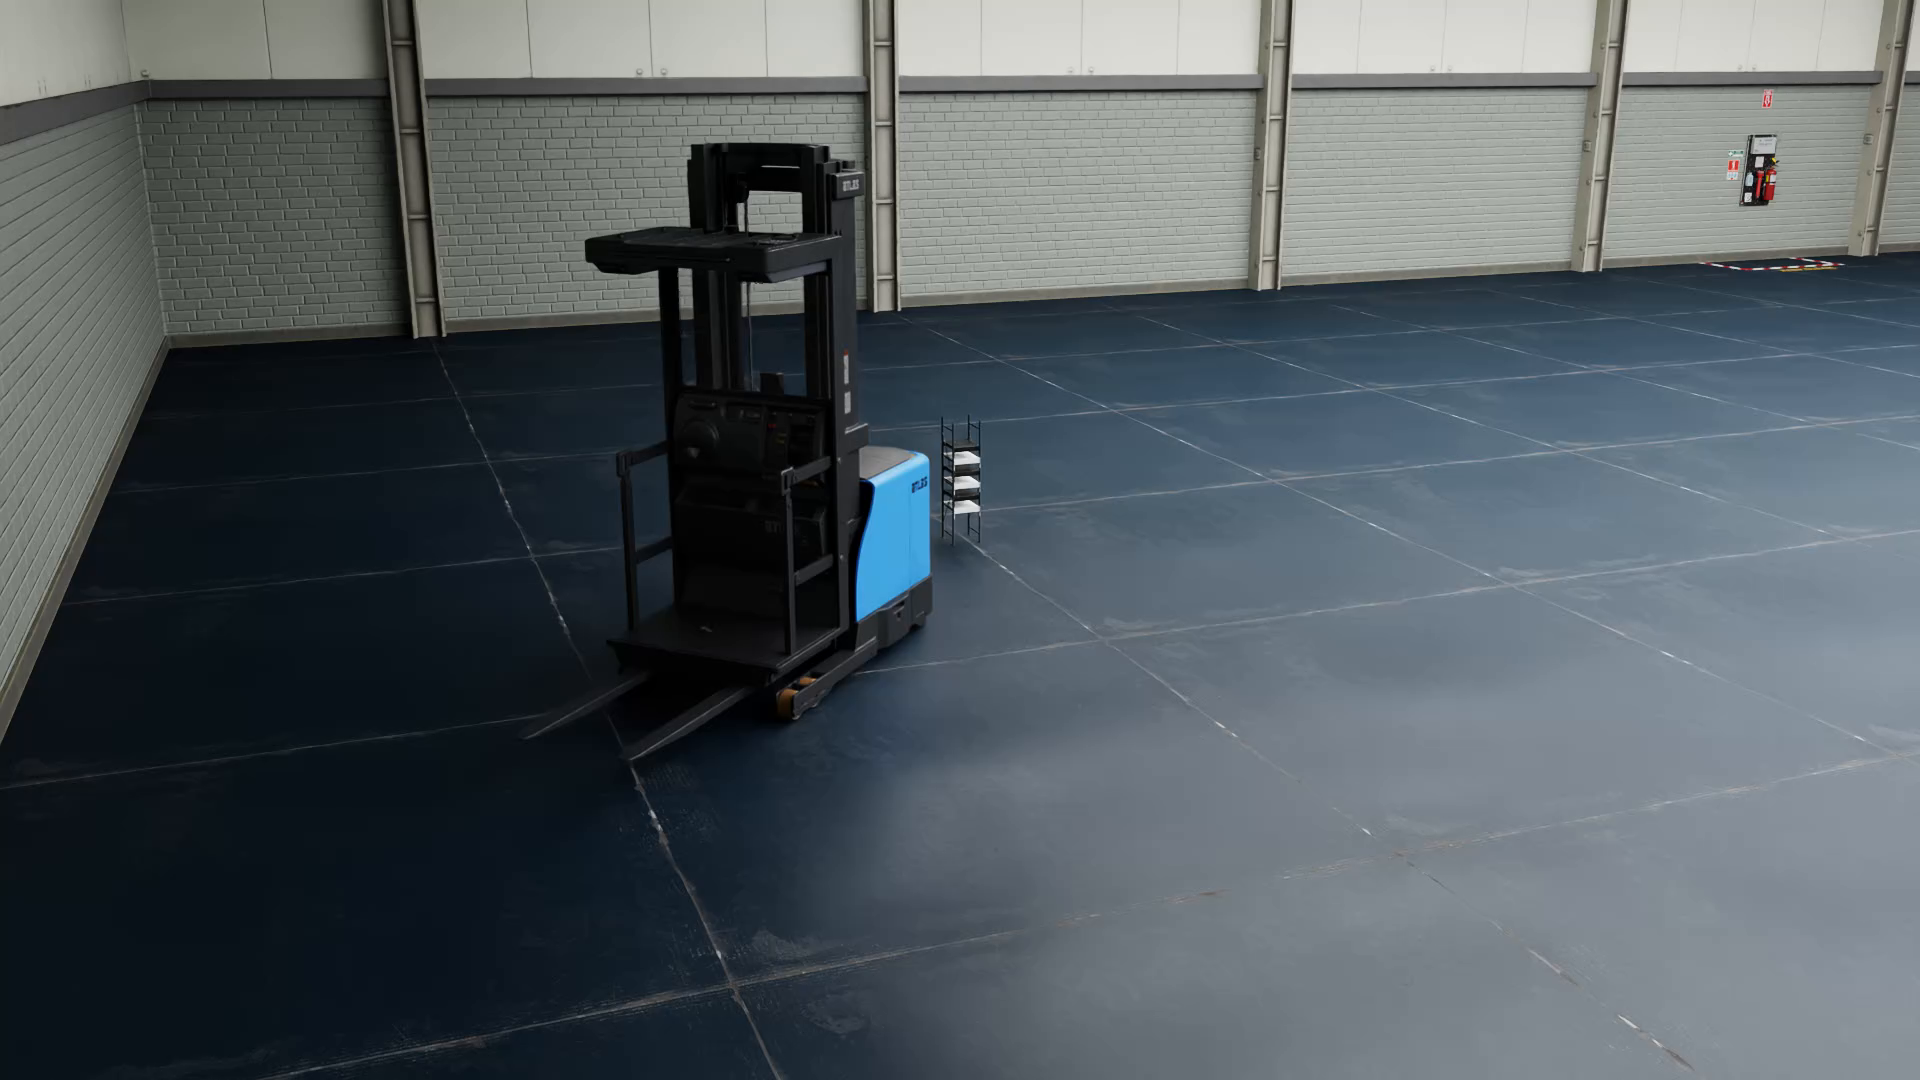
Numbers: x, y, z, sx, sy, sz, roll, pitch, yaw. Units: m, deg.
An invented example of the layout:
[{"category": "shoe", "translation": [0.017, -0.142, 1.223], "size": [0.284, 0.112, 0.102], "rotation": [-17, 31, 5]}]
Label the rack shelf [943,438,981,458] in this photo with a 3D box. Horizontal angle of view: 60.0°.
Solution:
[{"category": "rack shelf", "translation": [0.008, -0.660, 11.908], "size": [0.200, 0.077, 0.258], "rotation": [-6, 17, -20]}]

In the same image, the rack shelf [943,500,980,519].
[{"category": "rack shelf", "translation": [0.008, -0.228, 12.034], "size": [0.200, 0.077, 0.258], "rotation": [-6, 17, -20]}]

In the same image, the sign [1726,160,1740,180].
[{"category": "sign", "translation": [12.888, -6.170, 27.723], "size": [0.234, 0.329, 0.001], "rotation": [-6, 17, -20]}]

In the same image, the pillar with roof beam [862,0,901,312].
[{"category": "pillar with roof beam", "translation": [0.494, -6.352, 17.757], "size": [0.400, 9.000, 9.100], "rotation": [-6, 17, -20]}]

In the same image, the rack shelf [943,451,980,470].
[{"category": "rack shelf", "translation": [0.008, -0.573, 11.933], "size": [0.200, 0.077, 0.258], "rotation": [-6, 17, -20]}]

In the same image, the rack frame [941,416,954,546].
[{"category": "rack frame", "translation": [-0.087, -0.422, 11.939], "size": [0.006, 0.900, 0.240], "rotation": [-6, 17, -20]}]

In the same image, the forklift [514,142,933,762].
[{"category": "forklift", "translation": [-1.236, -0.586, 8.891], "size": [1.130, 2.935, 3.031], "rotation": [7, 18, 23]}]

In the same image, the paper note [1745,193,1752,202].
[{"category": "paper note", "translation": [13.251, -5.759, 27.950], "size": [0.142, 0.148, 0.016], "rotation": [-6, 17, -20]}]

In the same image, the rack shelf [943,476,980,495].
[{"category": "rack shelf", "translation": [0.008, -0.401, 11.984], "size": [0.200, 0.077, 0.258], "rotation": [-6, 17, -20]}]

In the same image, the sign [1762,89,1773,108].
[{"category": "sign", "translation": [13.398, -7.319, 27.585], "size": [0.199, 0.298, 0.001], "rotation": [-6, 17, -20]}]

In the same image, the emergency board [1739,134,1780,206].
[{"category": "emergency board", "translation": [13.441, -6.182, 27.825], "size": [0.643, 1.169, 0.194], "rotation": [-6, 17, -20]}]

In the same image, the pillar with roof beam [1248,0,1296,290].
[{"category": "pillar with roof beam", "translation": [6.097, -6.957, 19.817], "size": [0.400, 9.000, 9.100], "rotation": [-6, 17, -20]}]

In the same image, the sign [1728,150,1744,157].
[{"category": "sign", "translation": [12.895, -6.423, 27.642], "size": [0.331, 0.109, 0.001], "rotation": [-6, 17, -20]}]

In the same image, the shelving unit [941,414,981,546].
[{"category": "shelving unit", "translation": [0.008, -0.433, 11.974], "size": [0.210, 0.900, 0.258], "rotation": [-6, 17, -20]}]

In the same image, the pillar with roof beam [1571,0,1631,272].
[{"category": "pillar with roof beam", "translation": [11.700, -7.562, 21.877], "size": [0.400, 9.000, 9.100], "rotation": [-6, 17, -20]}]

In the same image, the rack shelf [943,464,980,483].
[{"category": "rack shelf", "translation": [0.008, -0.487, 11.958], "size": [0.200, 0.077, 0.258], "rotation": [-6, 17, -20]}]

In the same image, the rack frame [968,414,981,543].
[{"category": "rack frame", "translation": [0.103, -0.443, 12.009], "size": [0.006, 0.900, 0.240], "rotation": [-6, 17, -20]}]

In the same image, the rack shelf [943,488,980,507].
[{"category": "rack shelf", "translation": [0.008, -0.314, 12.009], "size": [0.200, 0.077, 0.258], "rotation": [-6, 17, -20]}]

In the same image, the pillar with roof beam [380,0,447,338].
[{"category": "pillar with roof beam", "translation": [-5.108, -5.747, 15.697], "size": [0.400, 9.000, 9.100], "rotation": [-6, 17, -20]}]

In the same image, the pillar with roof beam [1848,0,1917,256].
[{"category": "pillar with roof beam", "translation": [17.303, -8.167, 23.937], "size": [0.400, 9.000, 9.100], "rotation": [-6, 17, -20]}]
